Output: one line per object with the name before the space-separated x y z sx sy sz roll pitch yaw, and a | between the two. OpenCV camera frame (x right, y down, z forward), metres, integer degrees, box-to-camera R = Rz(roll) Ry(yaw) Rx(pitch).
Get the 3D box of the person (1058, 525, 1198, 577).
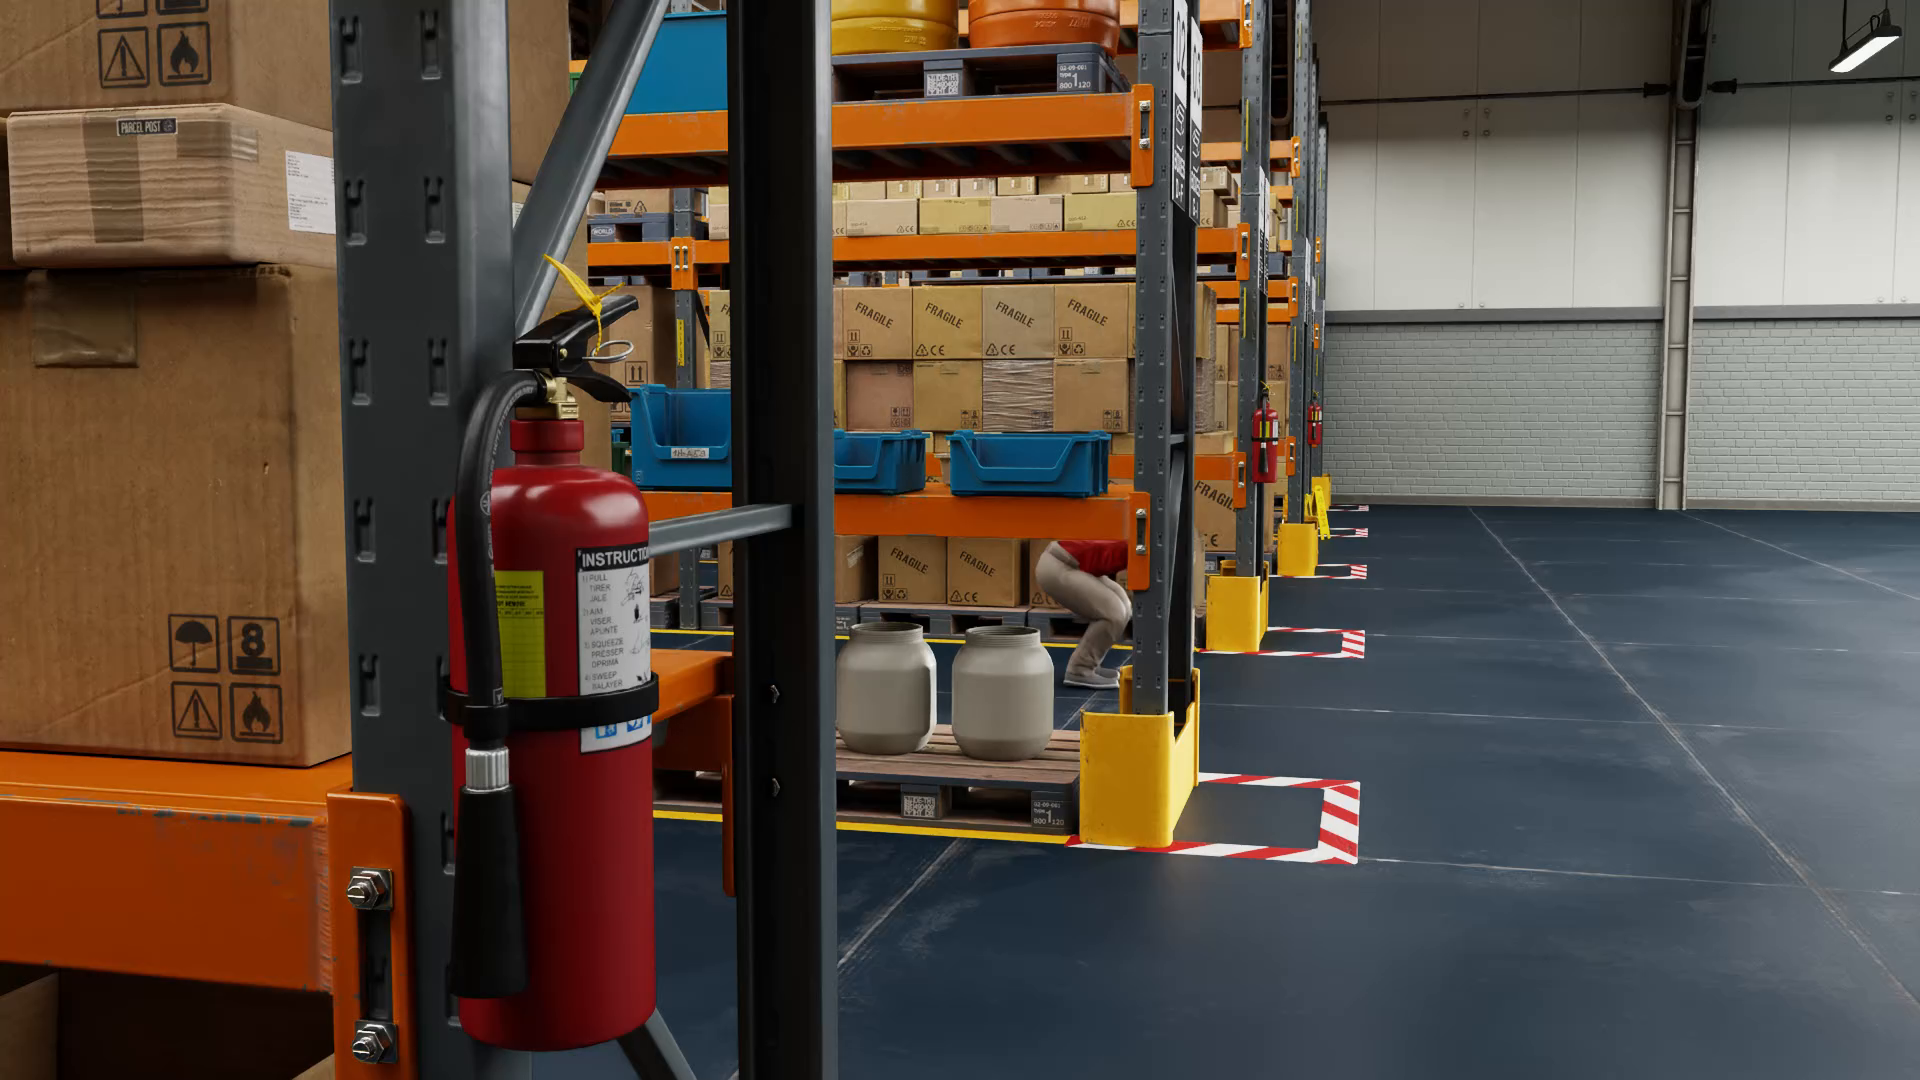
person | 0.982 0.263 9.724 0.803 0.794 0.481 1 5 11
